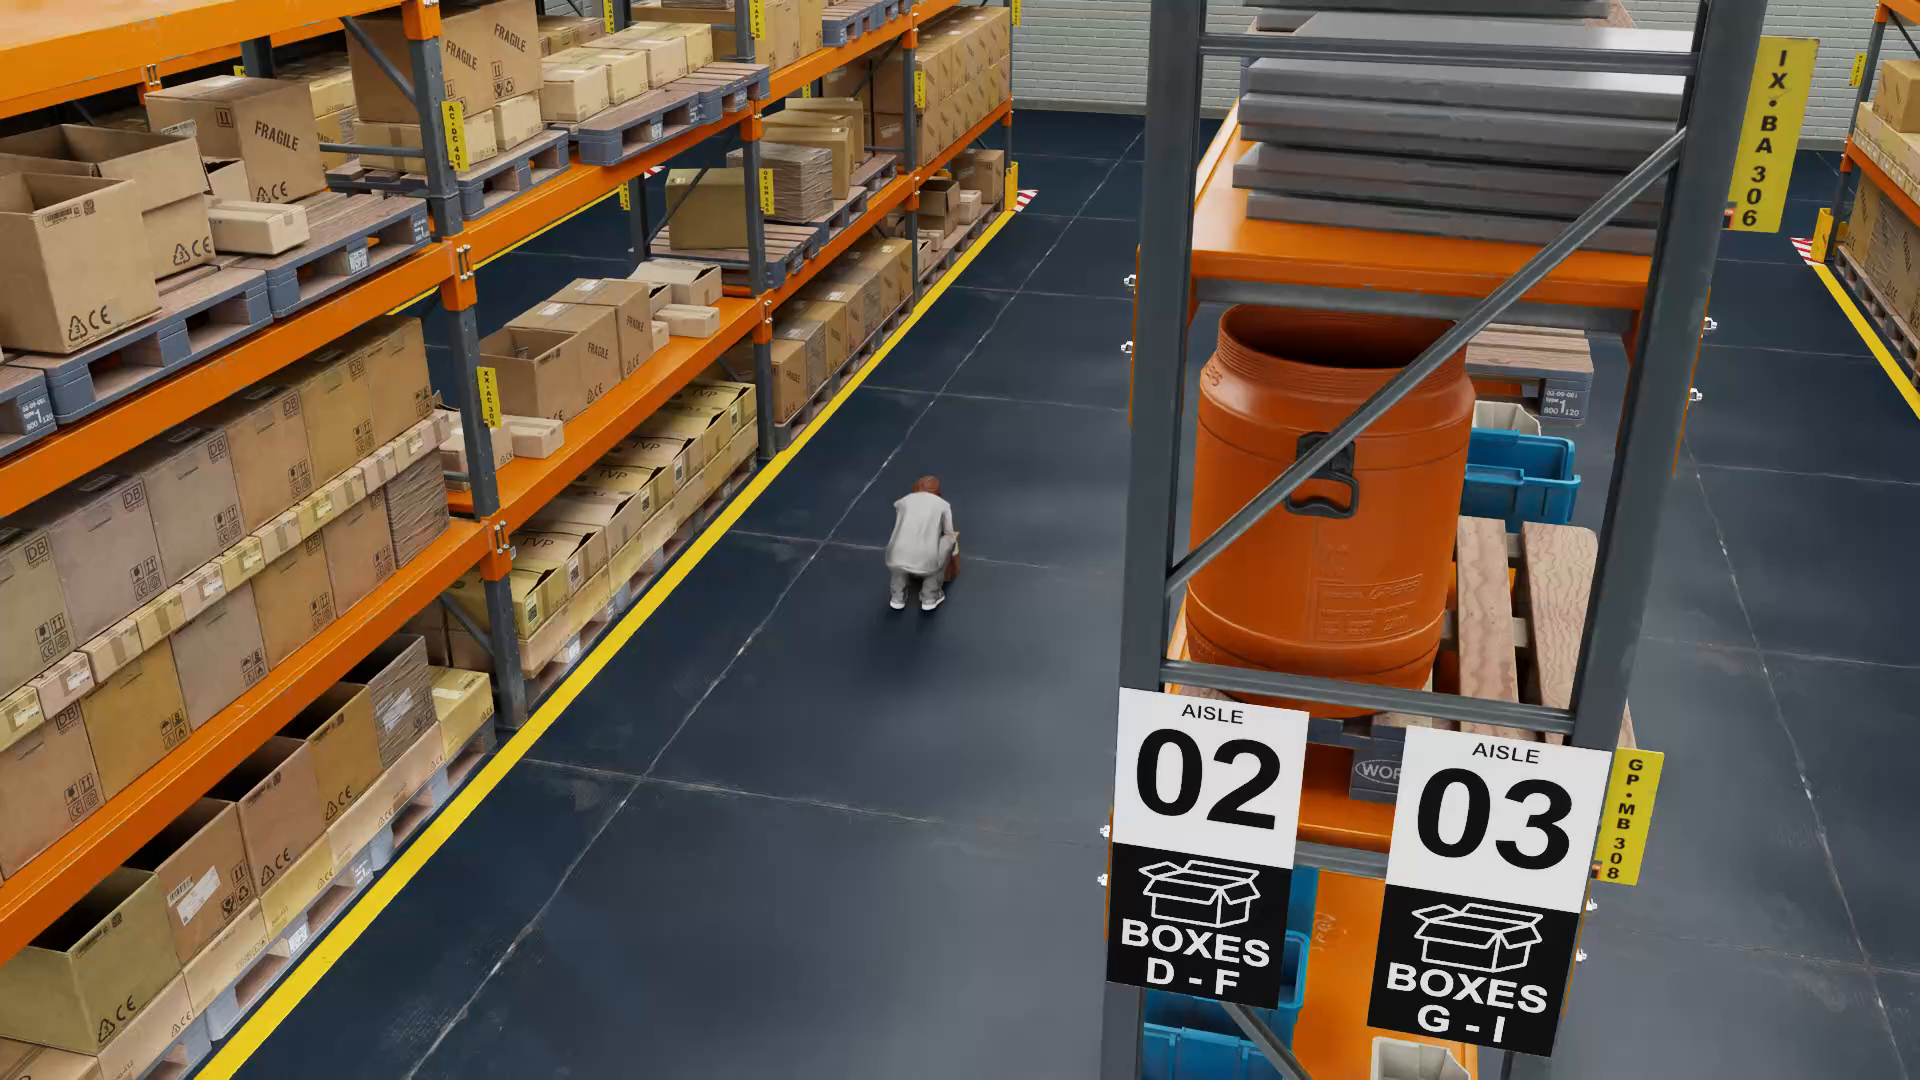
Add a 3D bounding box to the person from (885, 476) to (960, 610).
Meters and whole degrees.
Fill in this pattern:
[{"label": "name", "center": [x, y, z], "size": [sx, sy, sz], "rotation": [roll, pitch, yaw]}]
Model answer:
[{"label": "person", "center": [-0.250, 0.064, 10.677], "size": [0.429, 0.759, 0.839], "rotation": [6, 26, 12]}]
